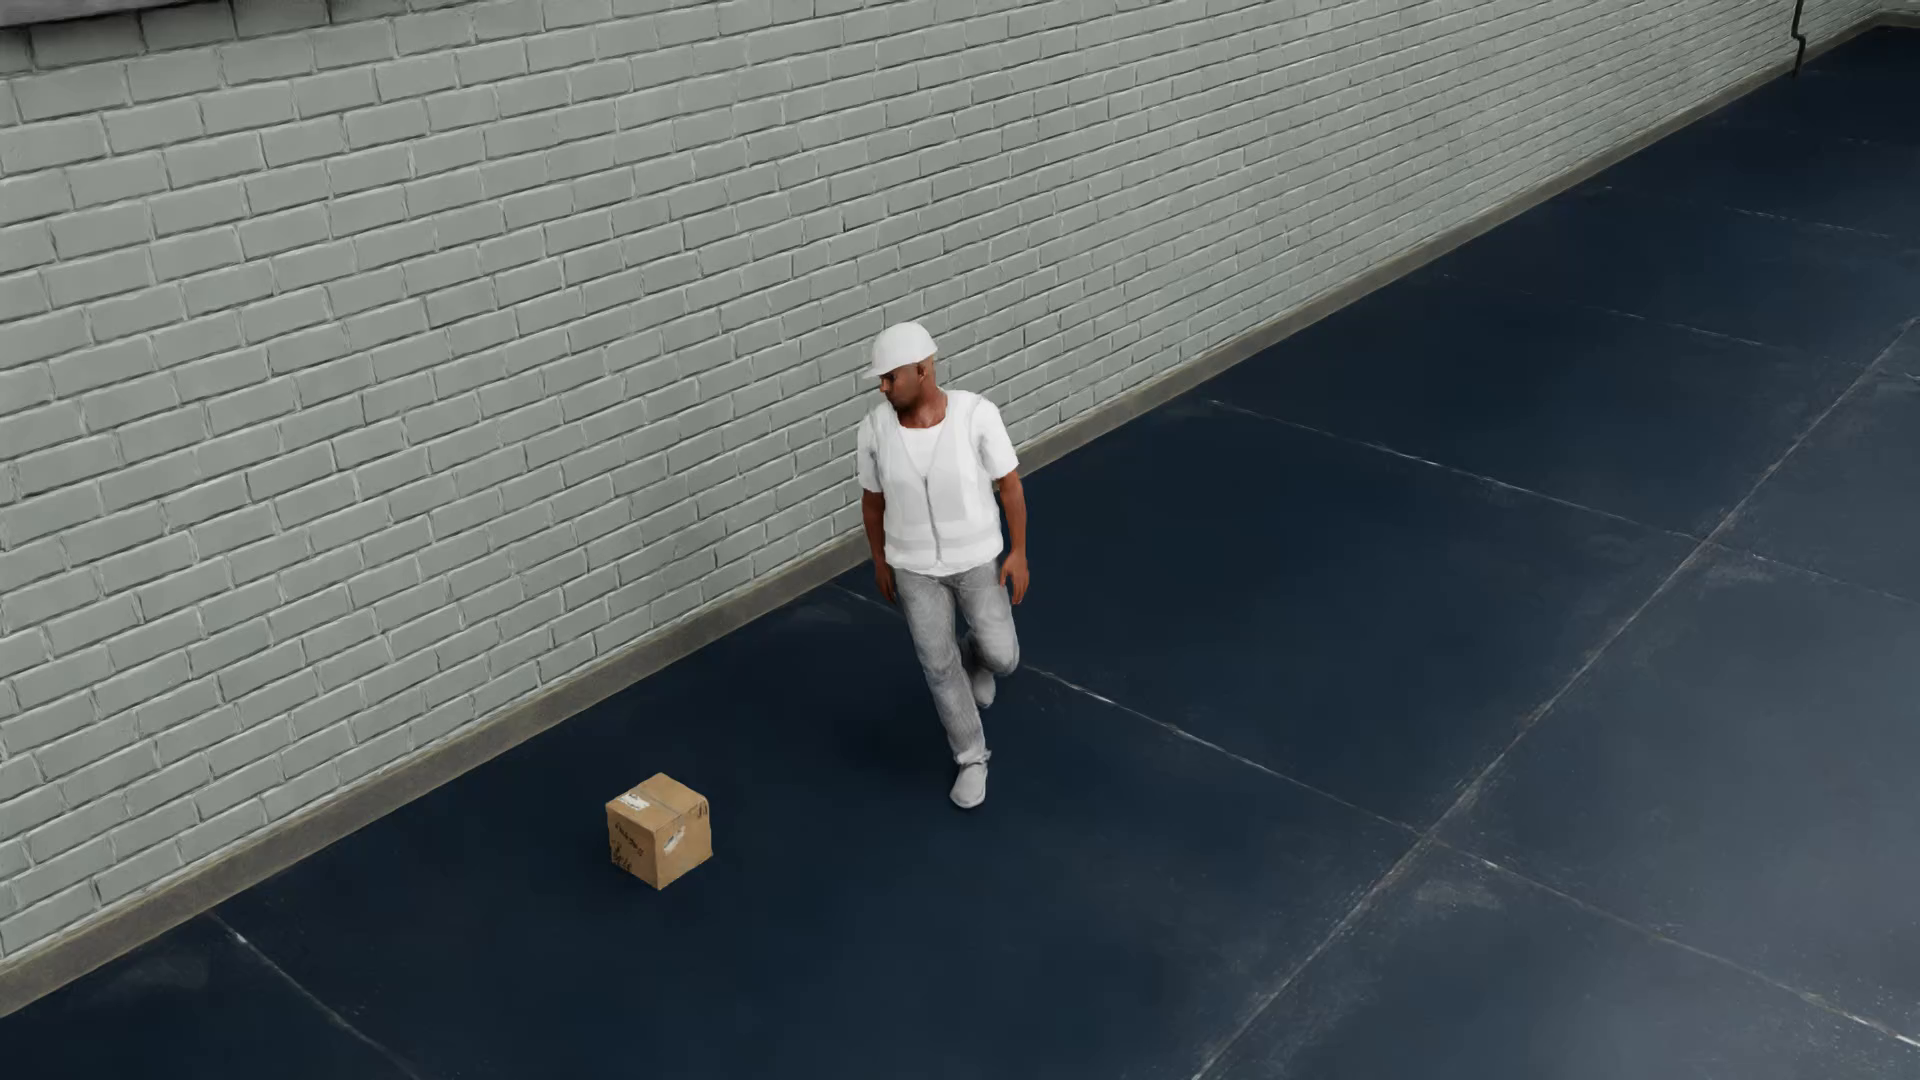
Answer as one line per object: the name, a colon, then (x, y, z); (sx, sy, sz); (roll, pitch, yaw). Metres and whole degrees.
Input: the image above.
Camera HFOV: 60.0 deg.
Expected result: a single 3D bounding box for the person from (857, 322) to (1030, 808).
person: (-0.060, 0.062, 6.022); (0.631, 1.717, 0.768); (2, 27, 4)
